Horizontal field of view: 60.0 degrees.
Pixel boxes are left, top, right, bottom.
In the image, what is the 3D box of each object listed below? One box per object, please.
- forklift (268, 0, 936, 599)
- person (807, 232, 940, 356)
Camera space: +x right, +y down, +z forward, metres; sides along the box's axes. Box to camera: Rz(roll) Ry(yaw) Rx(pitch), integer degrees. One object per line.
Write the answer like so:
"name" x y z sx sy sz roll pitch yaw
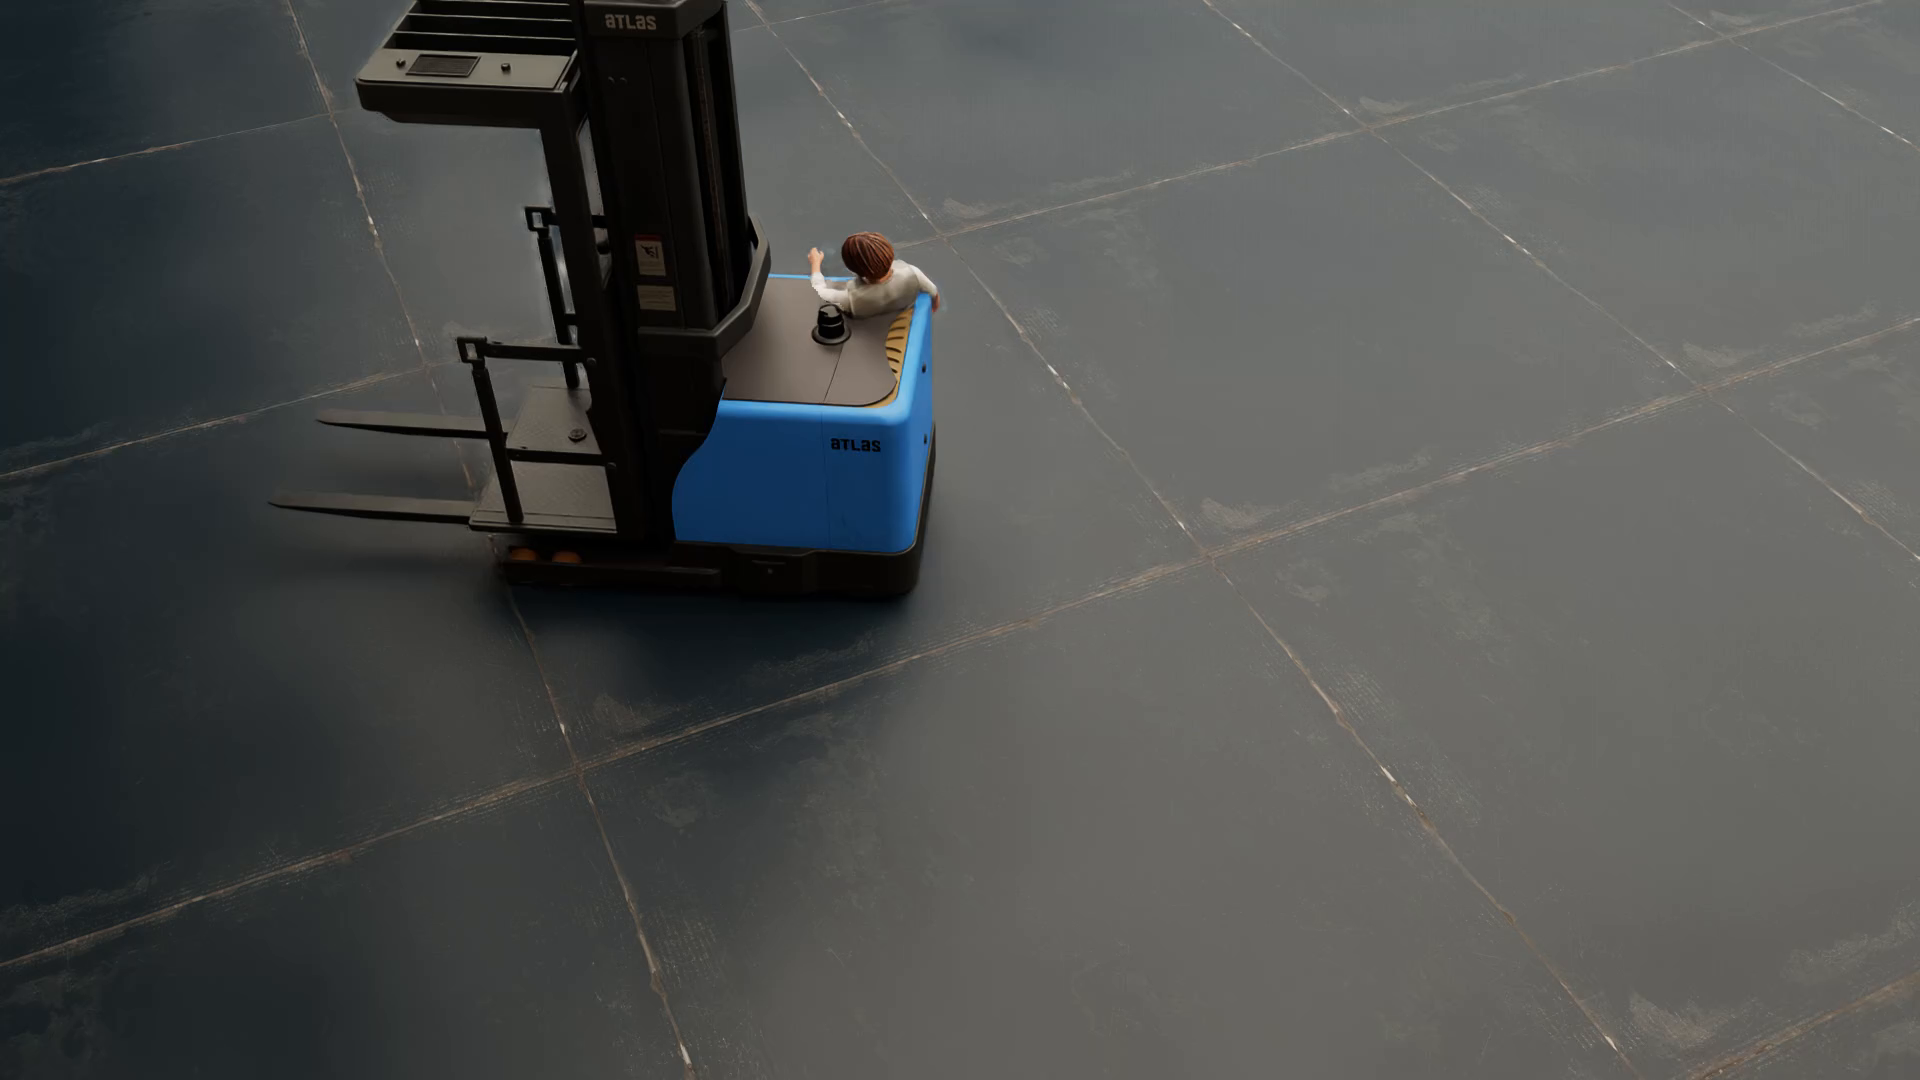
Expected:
"forklift" -1.666 -1.218 6.985 3.031 2.935 1.130 3 43 4
"person" -0.399 -0.916 7.733 0.767 1.480 0.795 -32 52 -30
